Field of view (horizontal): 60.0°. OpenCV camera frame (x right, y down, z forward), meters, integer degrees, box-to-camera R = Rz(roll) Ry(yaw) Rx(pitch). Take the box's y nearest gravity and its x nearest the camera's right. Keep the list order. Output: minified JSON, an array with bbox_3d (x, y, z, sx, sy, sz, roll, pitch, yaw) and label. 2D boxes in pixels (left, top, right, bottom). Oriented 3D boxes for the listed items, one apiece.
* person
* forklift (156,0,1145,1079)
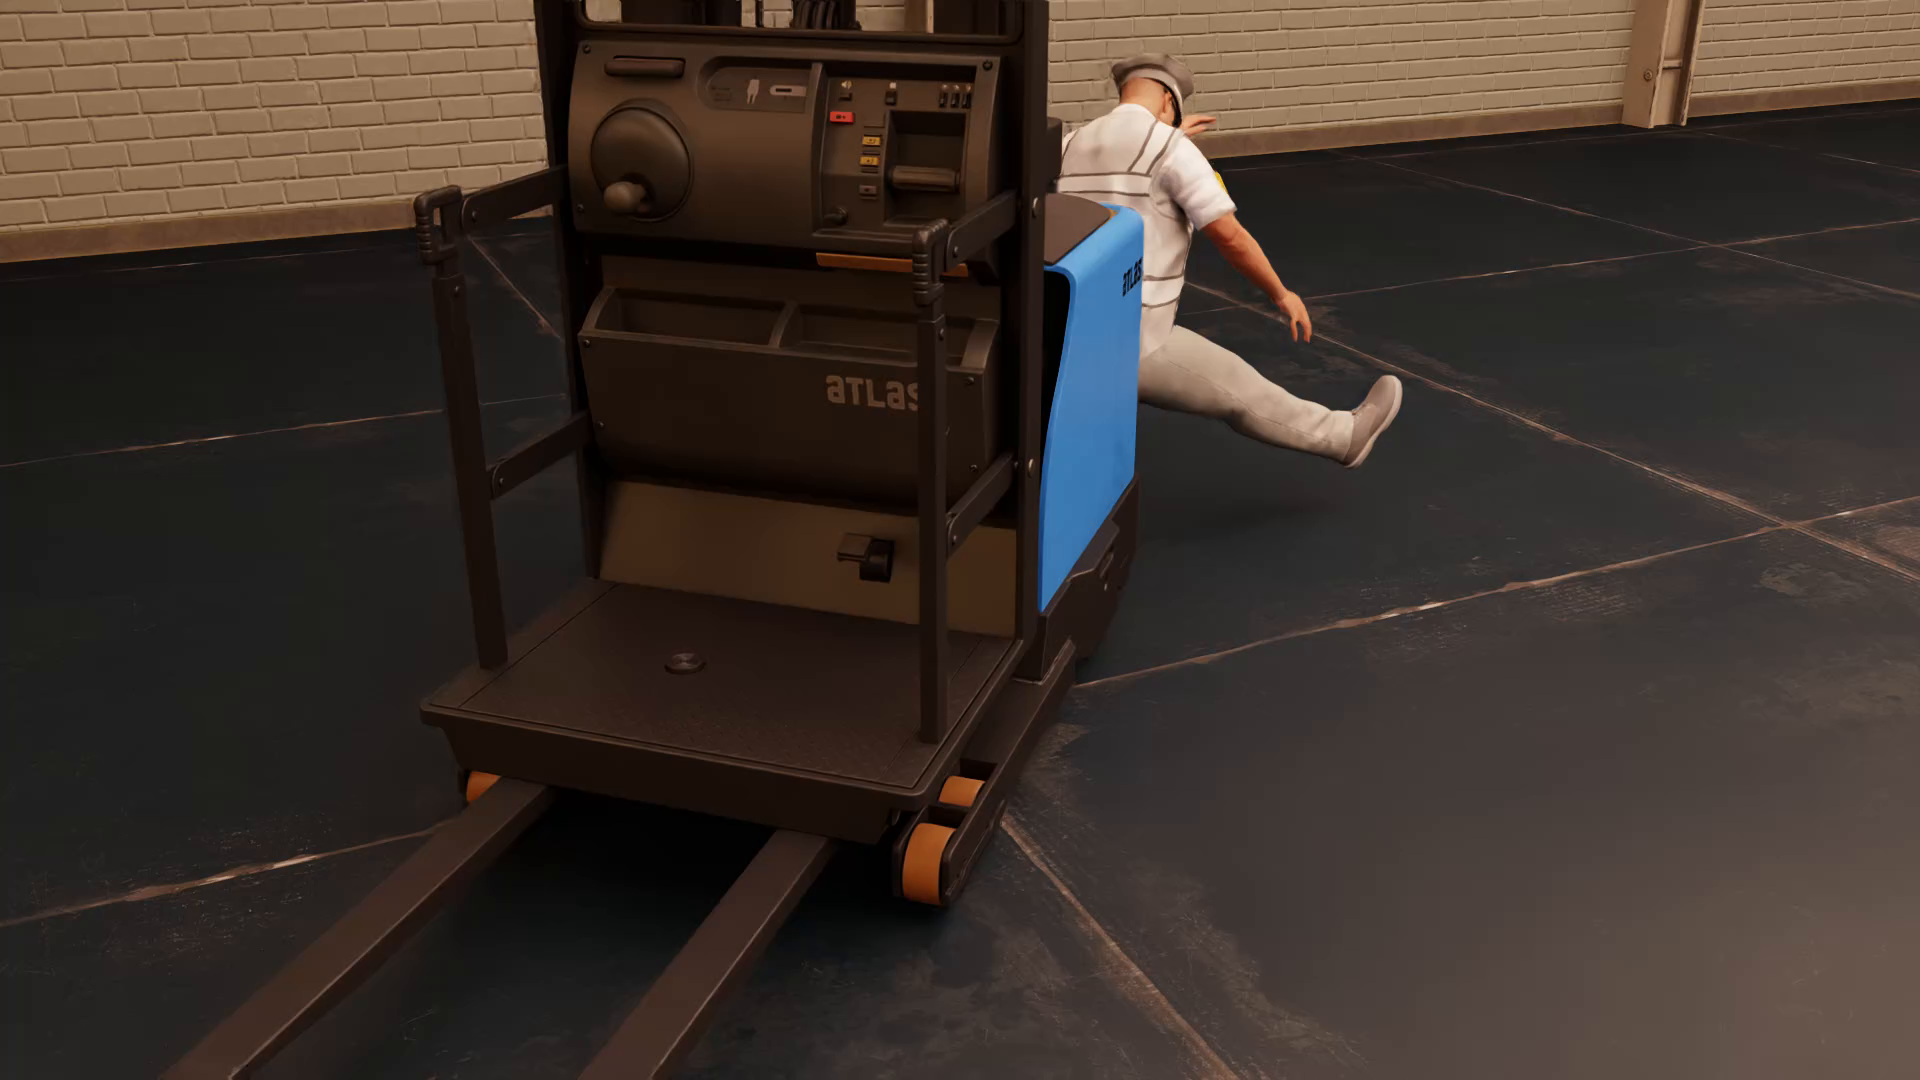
[{"bbox_3d":[0.659,-0.791,5.200,1.143,1.419,1.040,-16,27,-34],"label":"person"},{"bbox_3d":[-0.437,-0.792,3.194,1.130,2.935,3.031,7,24,17],"label":"forklift"}]
